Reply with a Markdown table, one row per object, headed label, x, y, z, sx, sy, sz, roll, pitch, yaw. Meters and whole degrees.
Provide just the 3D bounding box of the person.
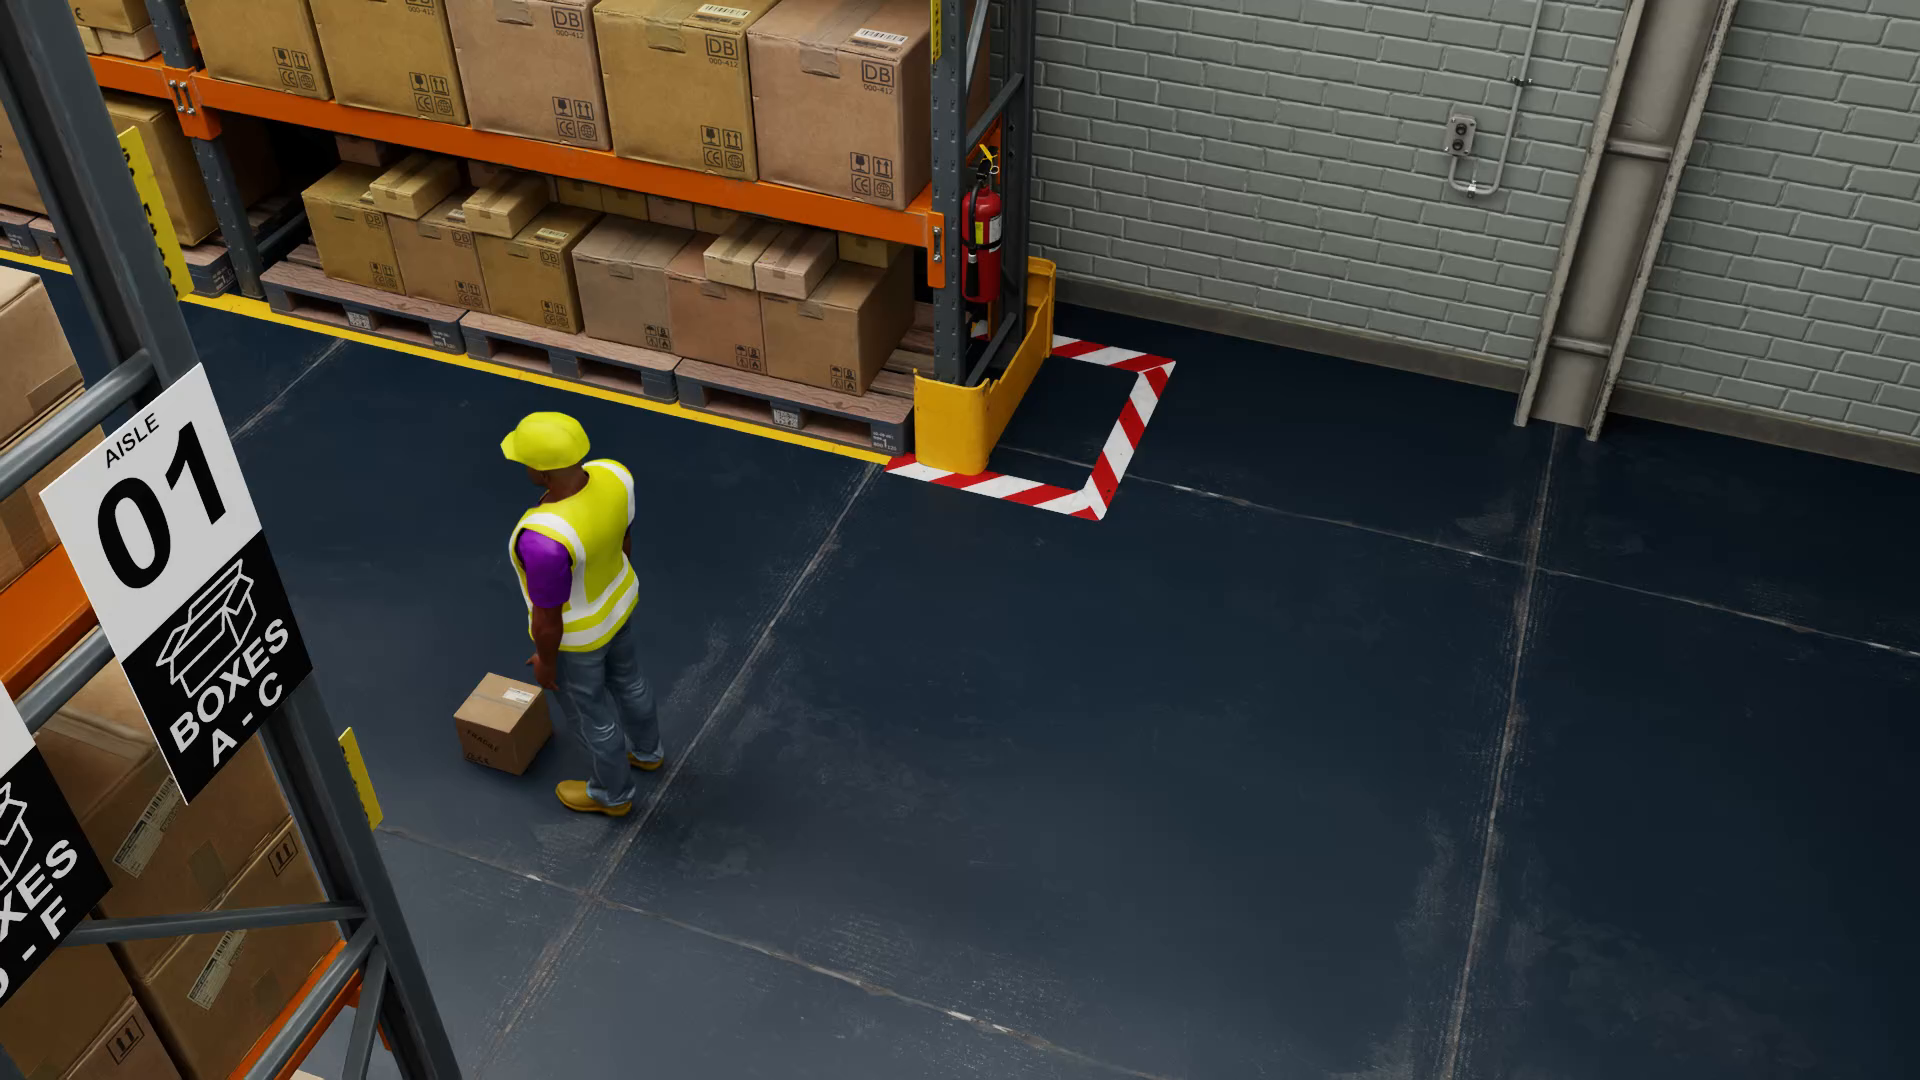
| label | x | y | z | sx | sy | sz | roll | pitch | yaw |
| --- | --- | --- | --- | --- | --- | --- | --- | --- | --- |
| person | -1.323 | 0.268 | 5.833 | 0.368 | 1.767 | 0.563 | 15 | 43 | 16 |
